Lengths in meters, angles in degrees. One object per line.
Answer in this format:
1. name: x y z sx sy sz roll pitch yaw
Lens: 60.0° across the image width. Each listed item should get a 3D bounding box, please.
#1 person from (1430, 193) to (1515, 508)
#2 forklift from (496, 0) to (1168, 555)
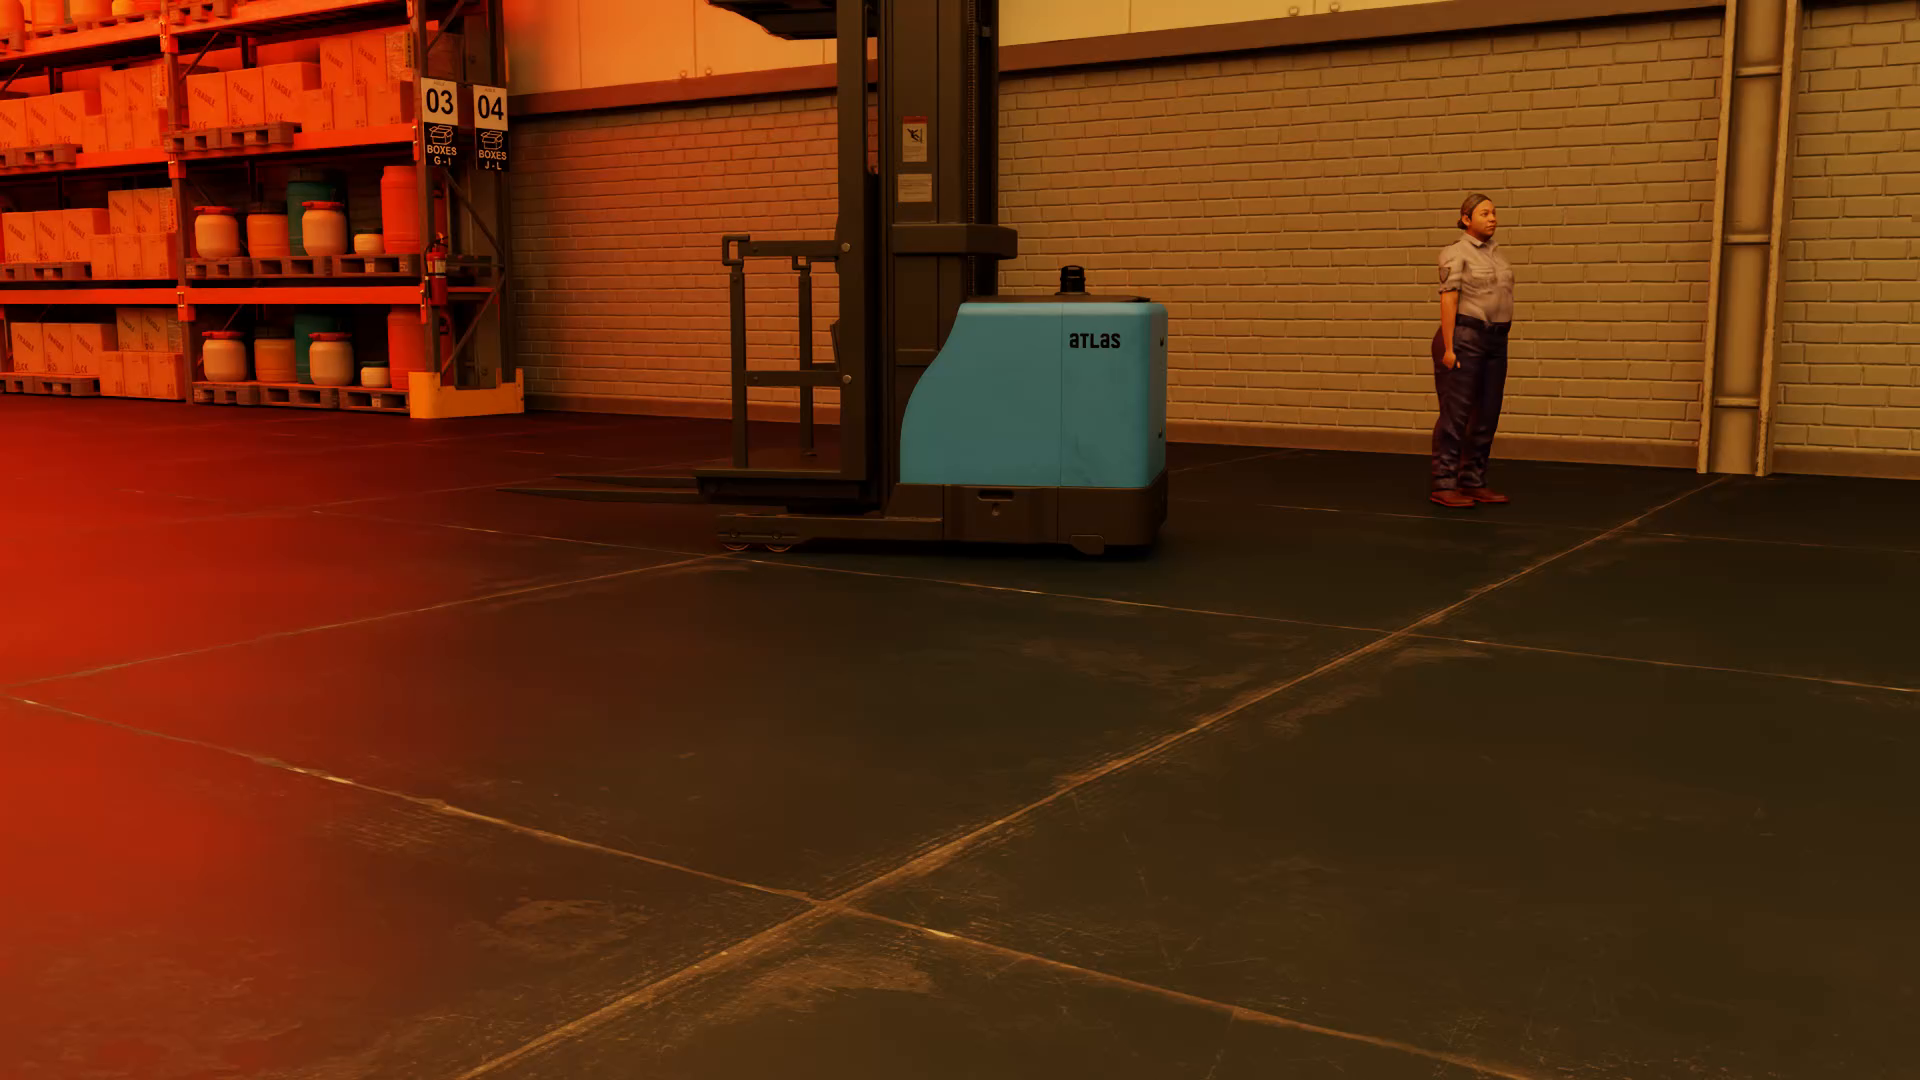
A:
1. person: 2.746 -1.014 8.898 0.480 1.653 0.352 -6 10 -37
2. forklift: -0.596 -1.469 7.520 3.031 2.935 1.130 2 8 12
